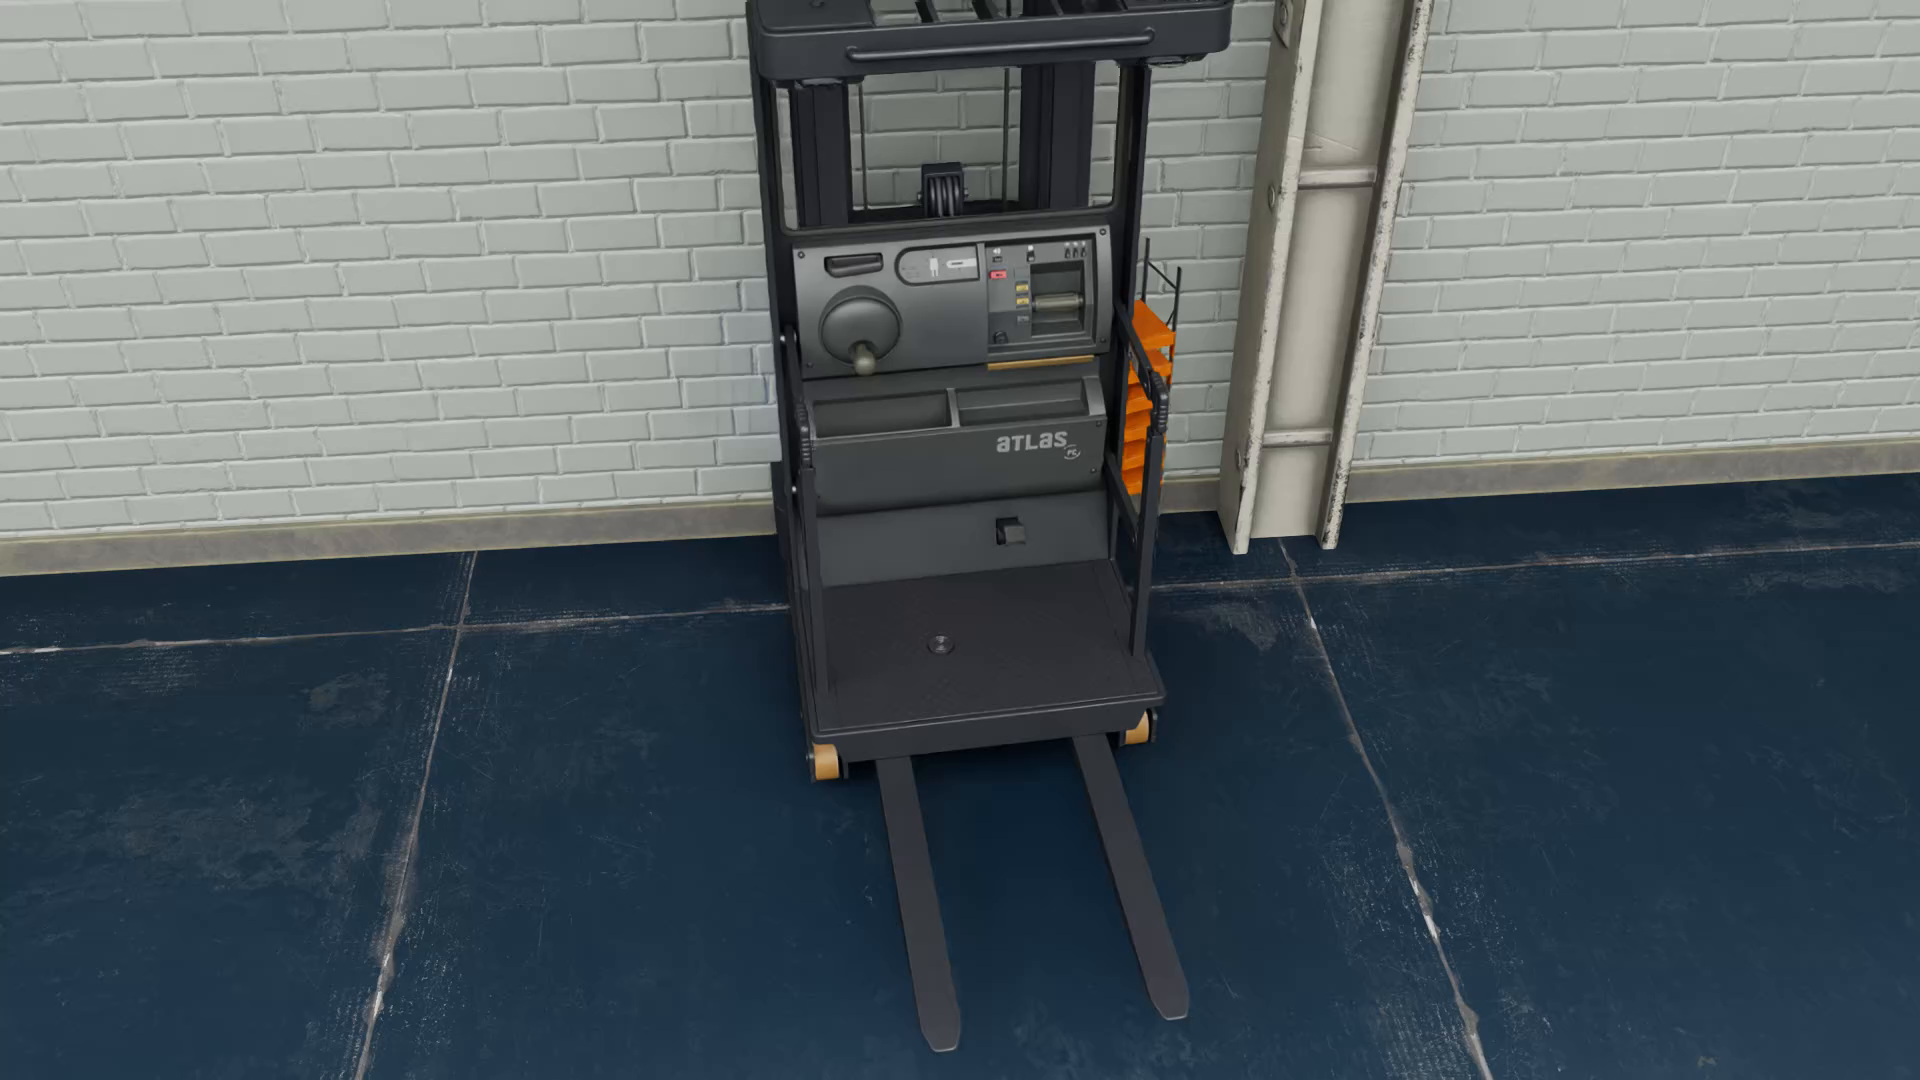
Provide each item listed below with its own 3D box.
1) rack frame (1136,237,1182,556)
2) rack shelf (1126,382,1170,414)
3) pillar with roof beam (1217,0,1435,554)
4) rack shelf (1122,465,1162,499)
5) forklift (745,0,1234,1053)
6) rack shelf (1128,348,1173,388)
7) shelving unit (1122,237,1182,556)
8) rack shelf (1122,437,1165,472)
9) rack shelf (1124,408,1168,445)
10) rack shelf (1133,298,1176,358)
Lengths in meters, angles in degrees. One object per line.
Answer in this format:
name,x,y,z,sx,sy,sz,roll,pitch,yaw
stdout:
rack frame,0.677,-0.481,5.891,0.006,1.200,0.240,-15,41,-18
rack shelf,0.593,-0.518,5.816,0.180,0.103,0.258,-15,41,-18
pillar with roof beam,1.578,-0.929,0.163,0.400,9.000,9.100,-3,38,-4
rack shelf,0.593,-0.236,6.039,0.180,0.103,0.258,-15,41,-18
forklift,0.022,-0.629,4.681,1.130,2.935,3.031,-6,39,-7
rack shelf,0.593,-0.613,5.742,0.180,0.103,0.258,-15,41,-18
shelving unit,0.593,-0.459,5.863,0.189,1.200,0.258,-15,41,-18
rack shelf,0.593,-0.330,5.965,0.180,0.103,0.258,-15,41,-18
rack shelf,0.593,-0.424,5.891,0.180,0.103,0.258,-15,41,-18
rack shelf,0.593,-0.707,5.668,0.180,0.103,0.258,-15,41,-18
